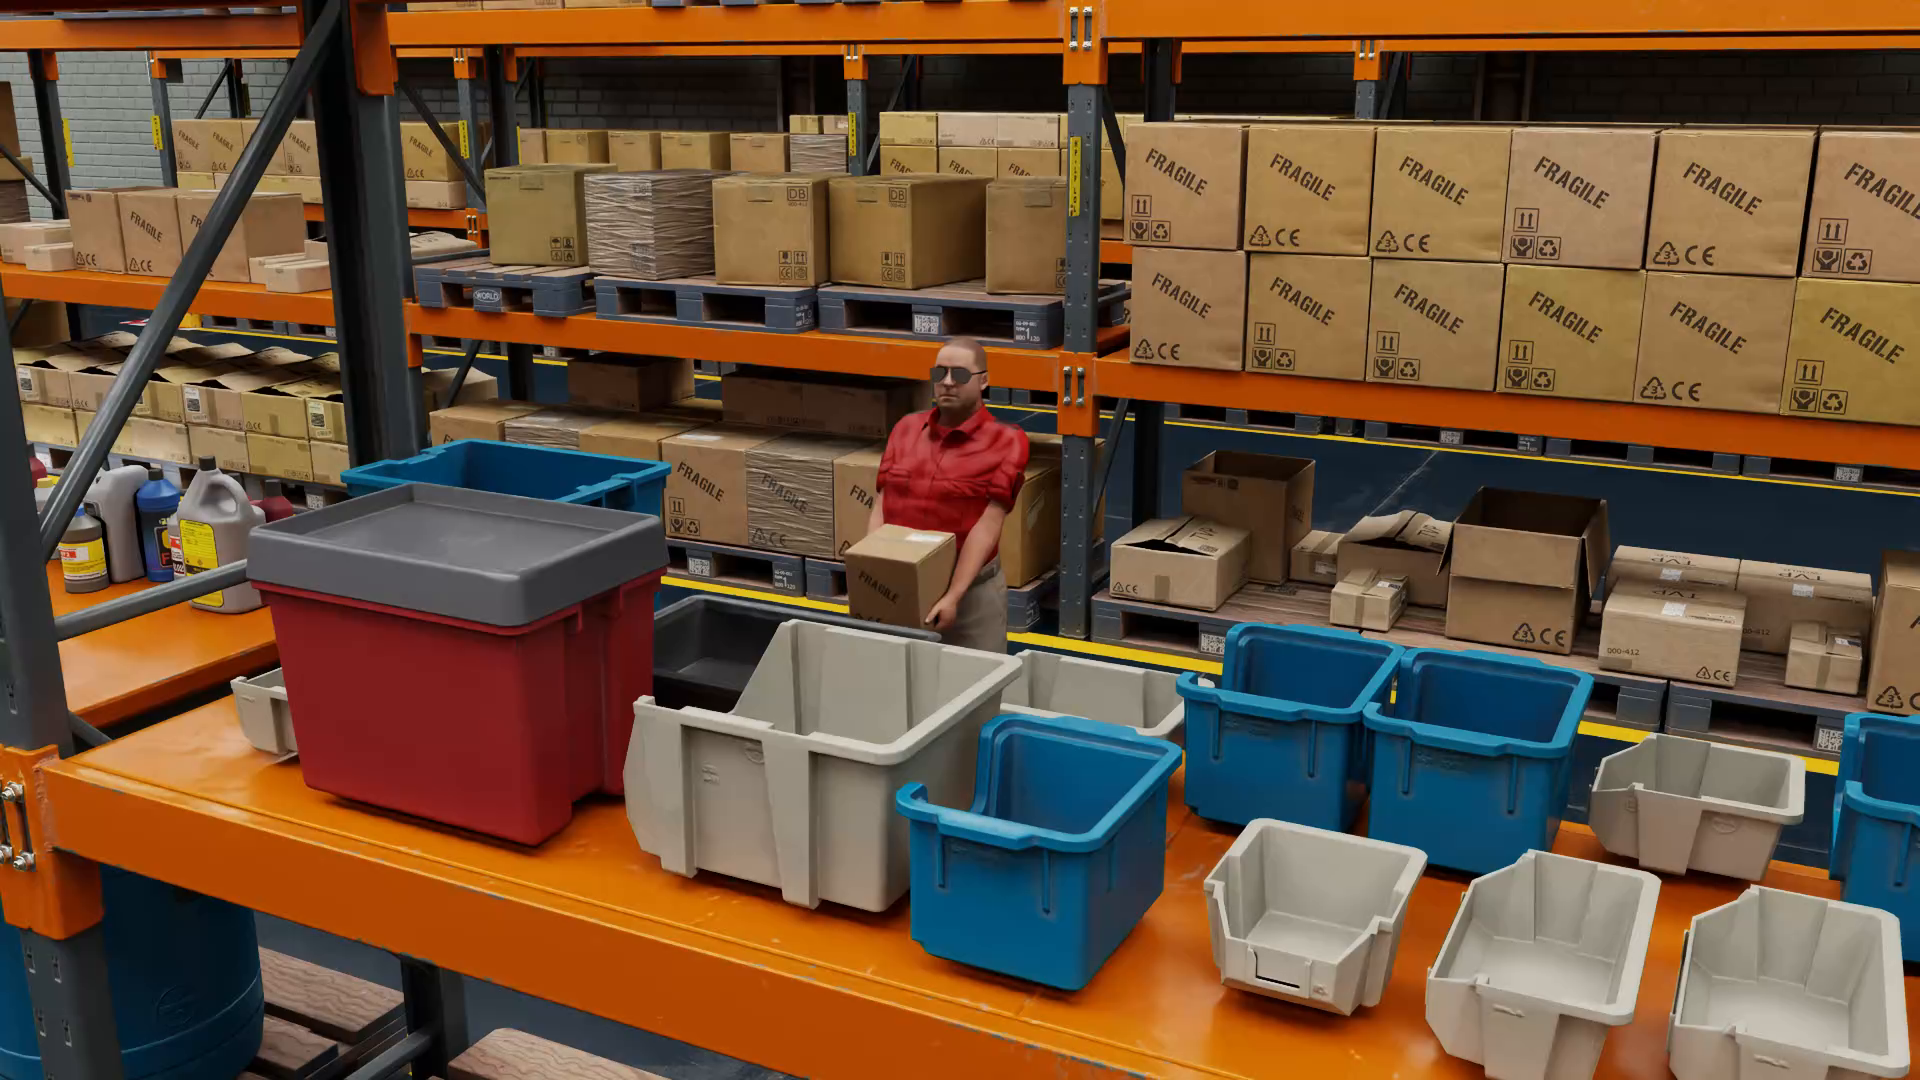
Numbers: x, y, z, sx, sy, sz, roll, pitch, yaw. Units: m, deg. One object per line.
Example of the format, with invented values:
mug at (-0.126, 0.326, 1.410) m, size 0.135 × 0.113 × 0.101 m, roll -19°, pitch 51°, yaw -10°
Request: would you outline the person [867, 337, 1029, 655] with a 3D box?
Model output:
person at (-0.080, 0.234, 5.247) m, size 0.494 × 1.715 × 0.536 m, roll 8°, pitch 18°, yaw 27°
